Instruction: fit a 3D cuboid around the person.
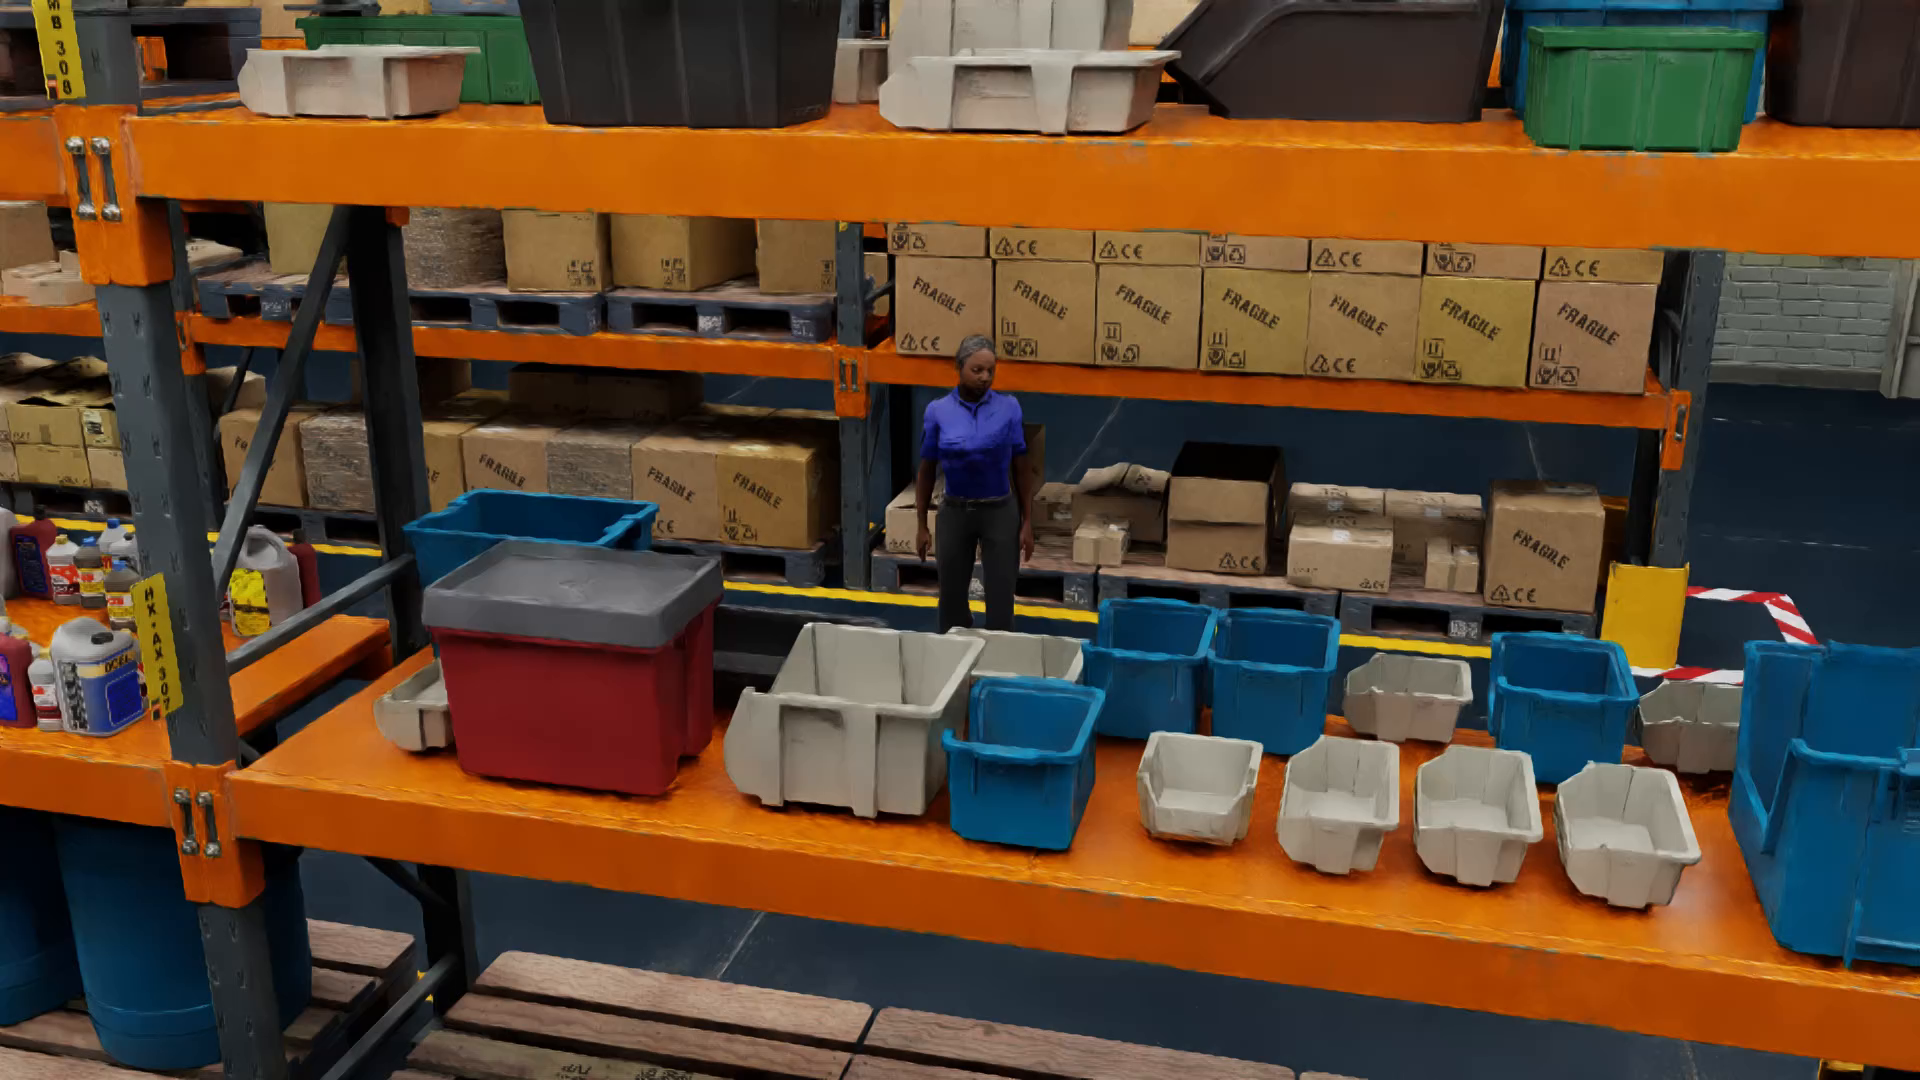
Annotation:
[{"bbox_3d":[0.052,-0.055,7.154,0.537,1.670,0.343,2,18,5],"label":"person"}]
